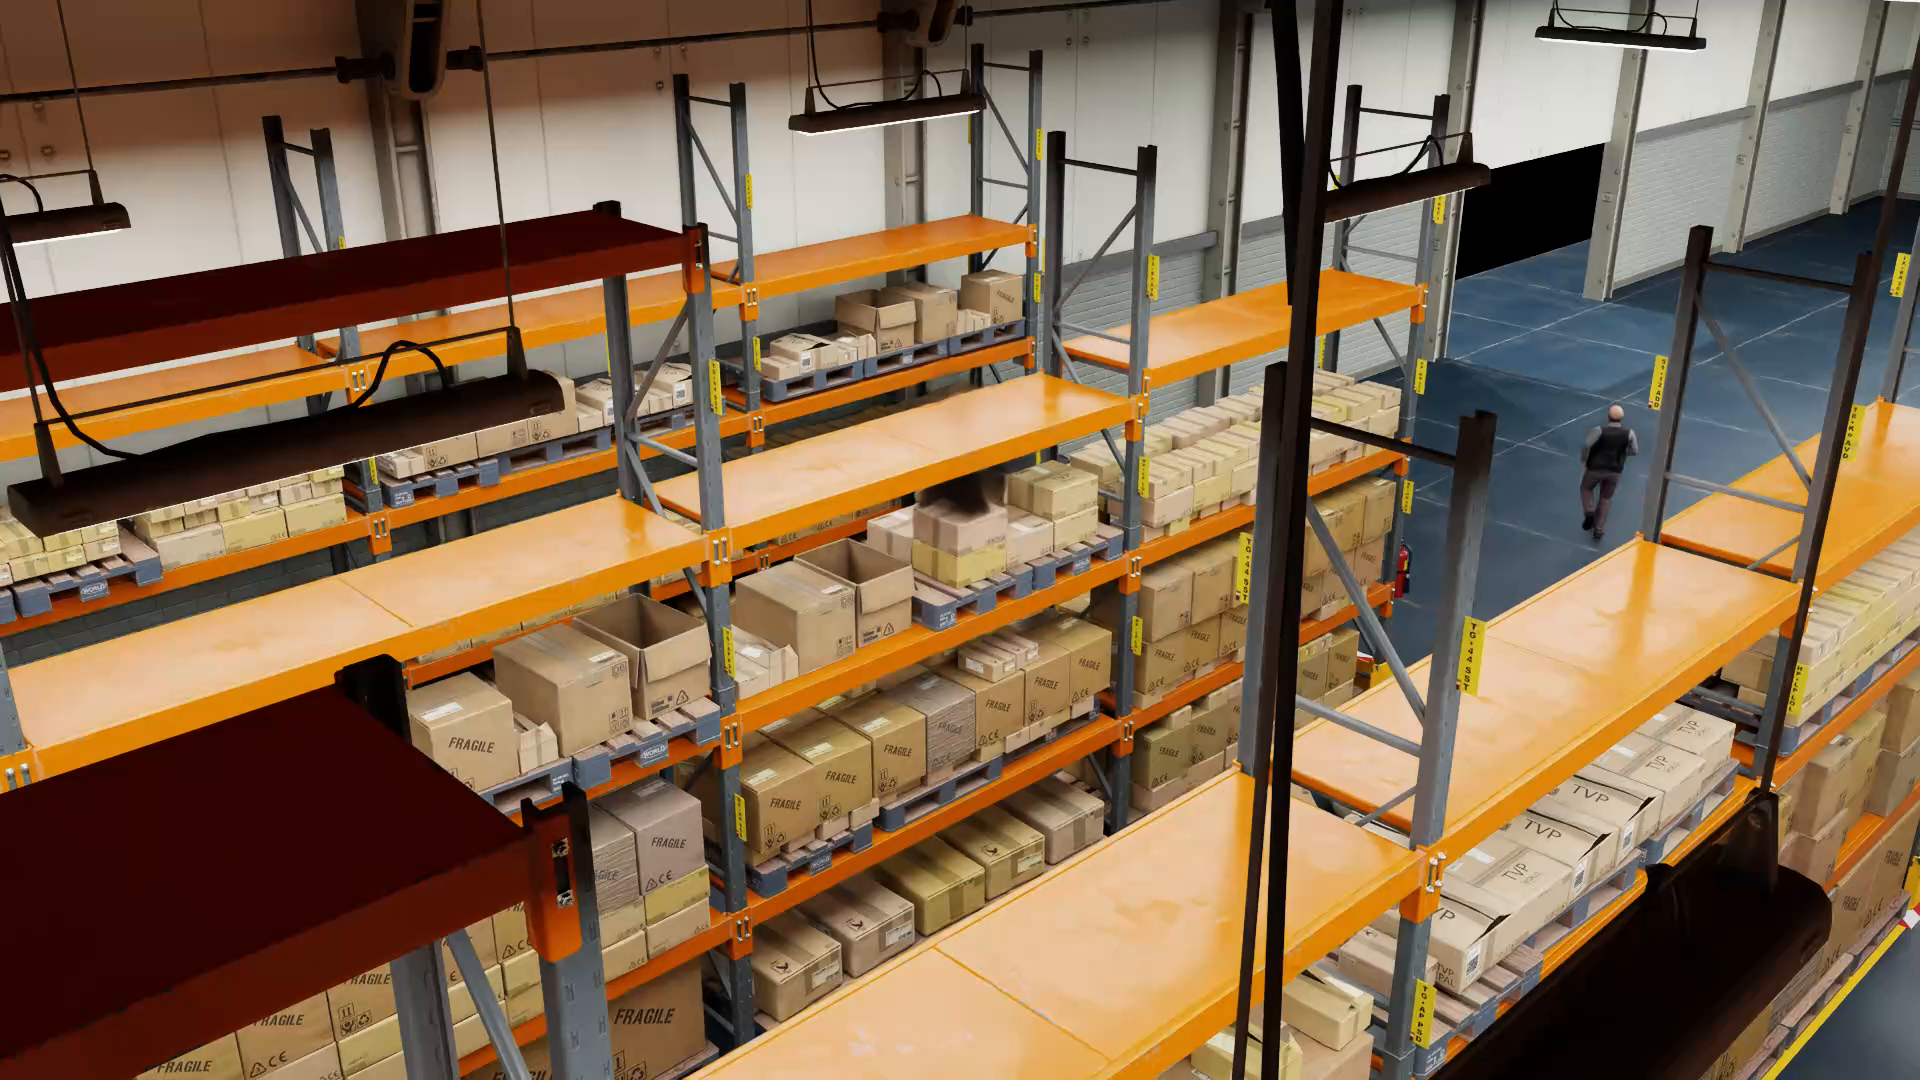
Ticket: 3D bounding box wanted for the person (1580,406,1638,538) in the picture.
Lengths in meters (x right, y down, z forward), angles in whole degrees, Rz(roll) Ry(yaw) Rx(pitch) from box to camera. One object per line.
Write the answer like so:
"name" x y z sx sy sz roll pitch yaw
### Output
"person" 8.042 -0.887 20.784 0.708 1.691 0.555 4 23 9
